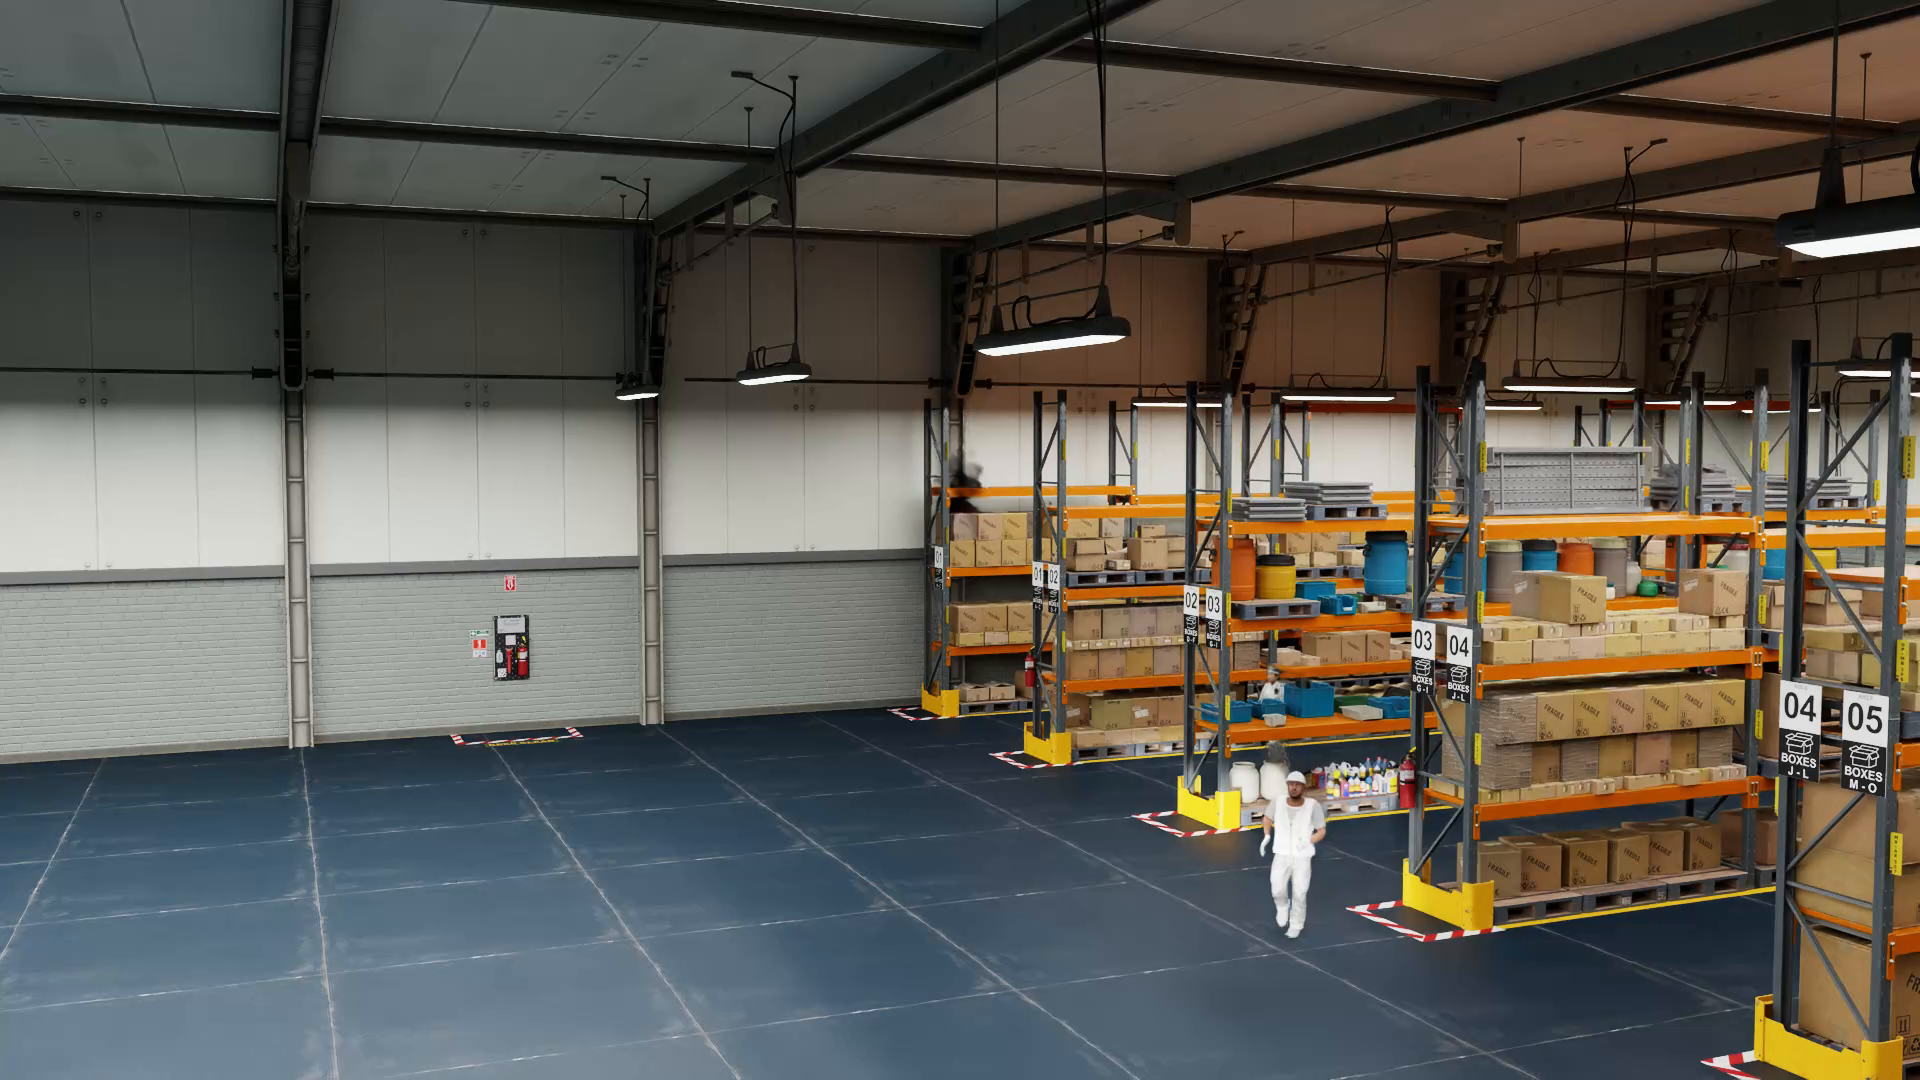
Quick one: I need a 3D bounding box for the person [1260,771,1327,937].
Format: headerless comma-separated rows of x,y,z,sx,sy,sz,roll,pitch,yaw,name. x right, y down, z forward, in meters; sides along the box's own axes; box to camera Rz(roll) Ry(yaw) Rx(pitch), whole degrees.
3.448,3.275,17.270,0.683,1.739,0.594,1,4,20,person

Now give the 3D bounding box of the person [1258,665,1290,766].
4.895,2.817,25.775,0.739,1.770,0.631,-2,4,-34,person
